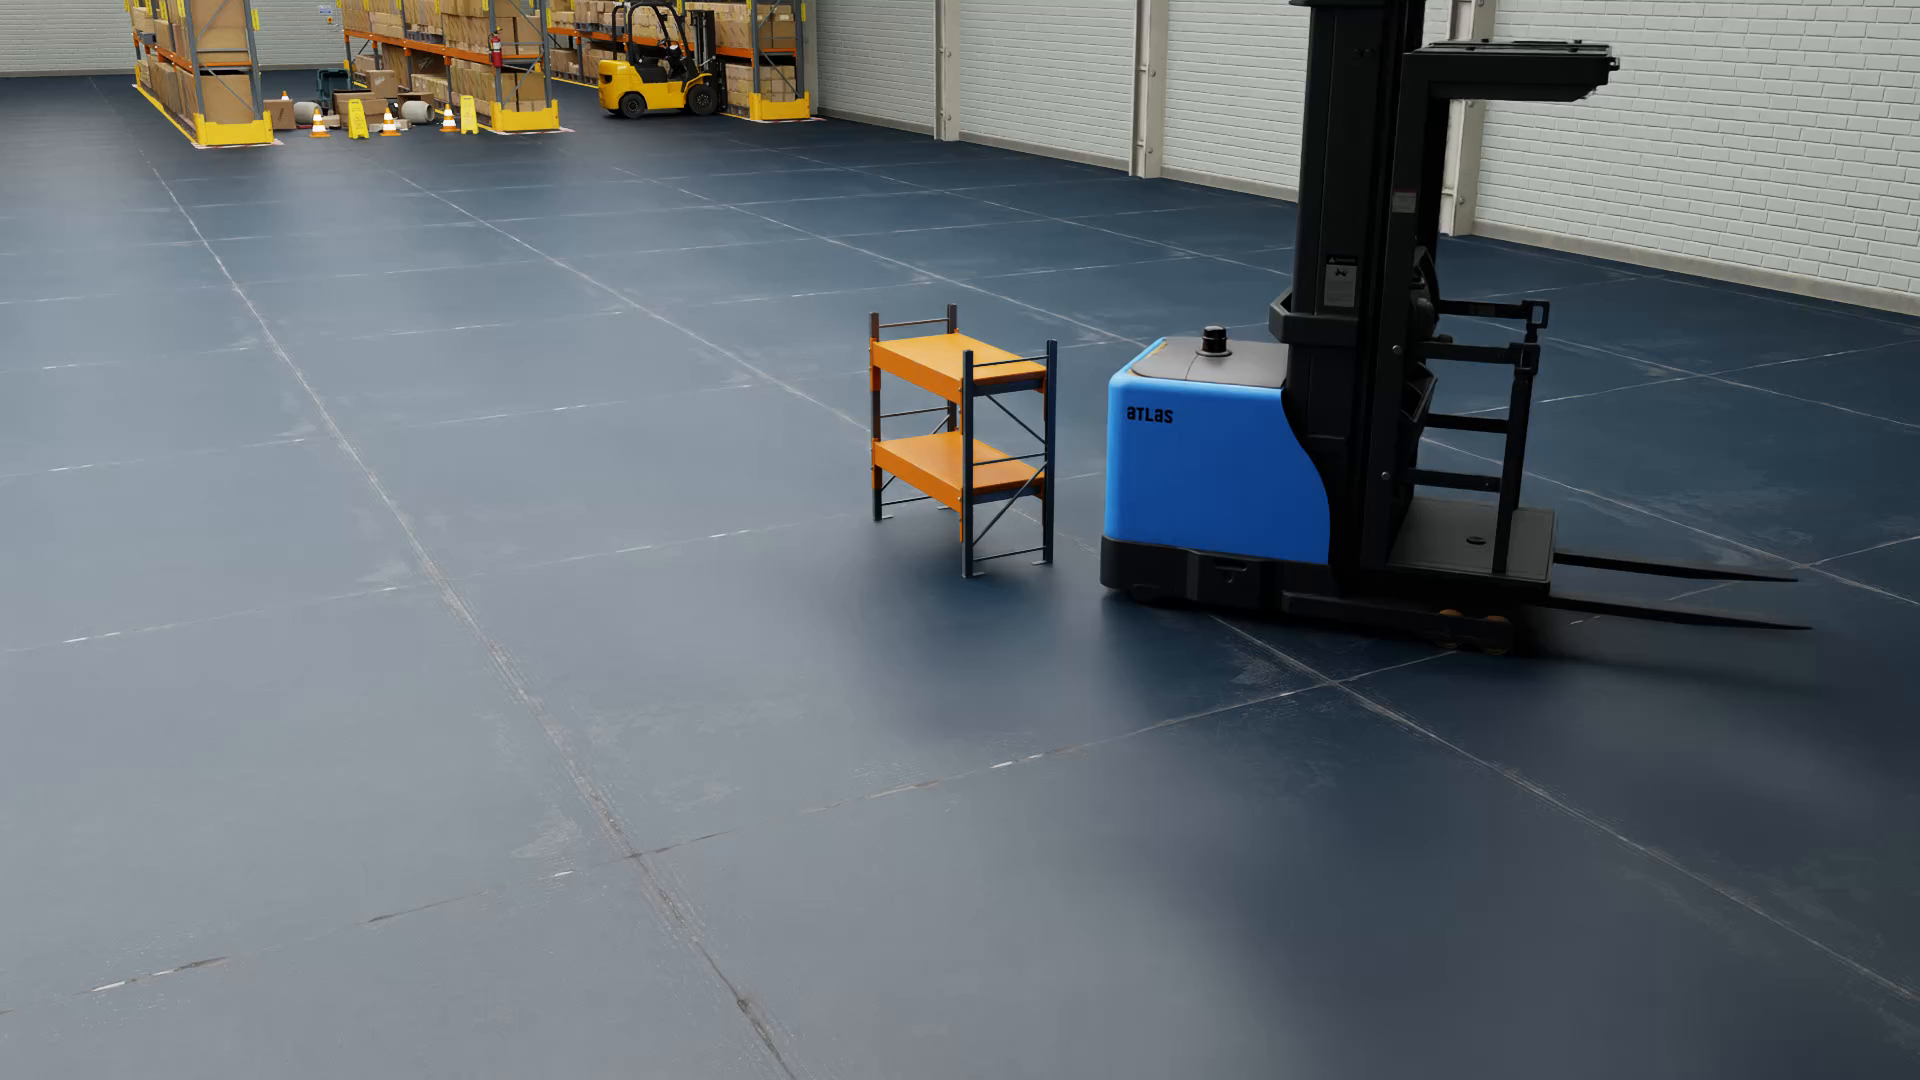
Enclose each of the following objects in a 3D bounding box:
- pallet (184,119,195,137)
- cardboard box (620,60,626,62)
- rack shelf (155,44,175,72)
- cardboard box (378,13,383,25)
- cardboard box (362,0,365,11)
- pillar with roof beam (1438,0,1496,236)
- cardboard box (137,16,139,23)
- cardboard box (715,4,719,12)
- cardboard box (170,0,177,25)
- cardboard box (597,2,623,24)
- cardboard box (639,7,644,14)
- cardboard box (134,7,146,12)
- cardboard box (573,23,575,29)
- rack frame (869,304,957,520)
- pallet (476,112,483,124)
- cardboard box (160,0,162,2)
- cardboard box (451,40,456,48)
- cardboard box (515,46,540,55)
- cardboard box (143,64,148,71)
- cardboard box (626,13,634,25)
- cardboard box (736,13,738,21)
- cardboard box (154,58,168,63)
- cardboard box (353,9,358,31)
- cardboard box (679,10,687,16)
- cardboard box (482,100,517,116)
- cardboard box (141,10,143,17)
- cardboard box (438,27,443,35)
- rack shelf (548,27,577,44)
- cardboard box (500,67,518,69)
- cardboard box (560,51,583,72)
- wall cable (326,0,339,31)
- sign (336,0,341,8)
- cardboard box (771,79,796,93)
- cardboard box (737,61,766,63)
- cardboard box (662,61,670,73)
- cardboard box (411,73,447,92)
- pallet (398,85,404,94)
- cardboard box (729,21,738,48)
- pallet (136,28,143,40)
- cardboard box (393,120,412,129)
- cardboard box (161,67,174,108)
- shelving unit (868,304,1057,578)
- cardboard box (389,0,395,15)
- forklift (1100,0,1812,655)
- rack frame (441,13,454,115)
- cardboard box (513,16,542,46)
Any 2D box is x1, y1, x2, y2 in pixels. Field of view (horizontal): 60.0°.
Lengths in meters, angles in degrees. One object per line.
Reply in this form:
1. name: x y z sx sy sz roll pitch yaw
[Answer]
1. pallet: -13.229 -7.364 29.649 1.003 0.211 1.213 -10 21 -27
2. cardboard box: -7.719 -11.082 39.338 0.500 0.500 0.500 -9 21 -25
3. rack shelf: -15.054 -9.498 32.660 1.077 0.370 4.000 -10 21 -27
4. cardboard box: -13.146 -12.057 38.437 0.500 0.250 0.500 -10 21 -26
5. cardboard box: -14.062 -12.968 39.929 0.500 0.500 0.500 -10 21 -27
6. pillar with roof beam: 1.691 -7.022 15.186 9.100 9.000 0.400 -10 21 -27
7. cardboard box: -17.619 -11.296 36.055 0.380 0.149 0.250 -9 21 -24
8. cardboard box: -4.724 -10.760 33.611 0.380 0.149 0.250 -10 21 -26
9. cardboard box: -13.461 -9.417 29.439 0.875 0.550 0.550 -10 21 -27
10. cardboard box: -8.267 -12.665 39.933 0.797 0.503 0.637 -11 22 -28
11. cardboard box: -7.029 -11.975 37.588 0.380 0.149 0.250 -10 21 -26
12. cardboard box: -17.983 -11.658 36.646 0.380 0.149 0.250 -9 21 -25
13. cardboard box: -9.602 -13.059 42.264 0.380 0.149 0.250 -10 21 -26
14. rack frame: -0.245 -0.680 8.876 0.500 1.125 0.032 -10 21 -27
15. pallet: -8.863 -8.203 32.080 1.003 0.211 1.213 -10 21 -27
16. cardboard box: -15.558 -10.656 33.229 0.700 0.500 0.500 -10 22 -27
17. cardboard box: -9.763 -9.736 32.633 0.380 0.149 0.250 -9 21 -25
18. cardboard box: -7.876 -8.922 30.273 0.380 0.149 0.250 -10 21 -26
19. cardboard box: -18.847 -11.041 38.846 0.380 0.149 0.250 -11 22 -29
20. cardboard box: -7.355 -11.974 38.196 0.500 0.250 0.500 -10 21 -27
21. cardboard box: -4.158 -10.244 32.571 0.380 0.149 0.250 -10 21 -26
22. cardboard box: -16.809 -10.082 35.290 0.500 0.250 0.500 -10 21 -26
23. cardboard box: -14.776 -12.938 41.374 0.500 0.500 0.500 -9 21 -25
24. cardboard box: -5.787 -11.247 35.478 0.380 0.149 0.250 -9 21 -25
25. cardboard box: -8.529 -8.007 30.809 0.500 0.250 0.500 -10 21 -27
26. cardboard box: -16.757 -10.915 34.494 0.380 0.149 0.250 -10 22 -27
27. cardboard box: -10.284 -10.244 33.461 0.380 0.149 0.250 -10 21 -26
28. rack shelf: -10.178 -13.360 43.852 1.077 0.370 4.000 -10 21 -27
29. cardboard box: -8.793 -8.892 32.224 0.500 0.500 0.500 -9 21 -24
30. cardboard box: -10.056 -12.551 43.595 0.700 0.500 0.500 -11 22 -29
31. wall cable: -18.193 -15.614 47.677 0.585 1.953 0.123 -10 21 -27
32. sign: -15.986 -13.866 42.769 0.100 0.325 0.005 -10 21 -27
33. cardboard box: -3.571 -8.983 32.871 0.500 0.250 0.500 -10 21 -26
34. cardboard box: -4.298 -9.656 34.054 0.500 0.250 0.500 -10 22 -28
35. cardboard box: -6.049 -10.277 36.813 0.875 0.625 0.625 -10 22 -27
36. cardboard box: -11.436 -10.000 36.398 0.950 0.372 0.625 -12 22 -30
37. pallet: -12.579 -10.477 38.671 1.003 0.211 1.213 -10 21 -27
38. cardboard box: -4.233 -9.979 32.799 0.500 0.500 0.500 -9 21 -25
39. pallet: -17.669 -11.227 36.864 1.003 0.211 1.213 -10 21 -27
40. cardboard box: -10.297 -7.626 30.505 0.380 0.149 0.250 1 19 2
41. cardboard box: -14.933 -8.840 32.457 1.050 0.750 0.750 -10 21 -27
42. shelving unit: -0.003 -0.534 8.454 0.538 1.125 1.048 -10 21 -27
43. cardboard box: -12.422 -11.981 37.069 0.500 0.500 0.500 -10 21 -26
44. forklift: 2.232 -1.086 7.284 3.031 2.935 1.130 7 20 19
45. rack frame: -9.796 -10.059 33.185 1.000 3.000 0.127 -10 21 -27
46. cardboard box: -7.878 -9.278 30.311 0.500 0.500 0.500 -10 22 -27
